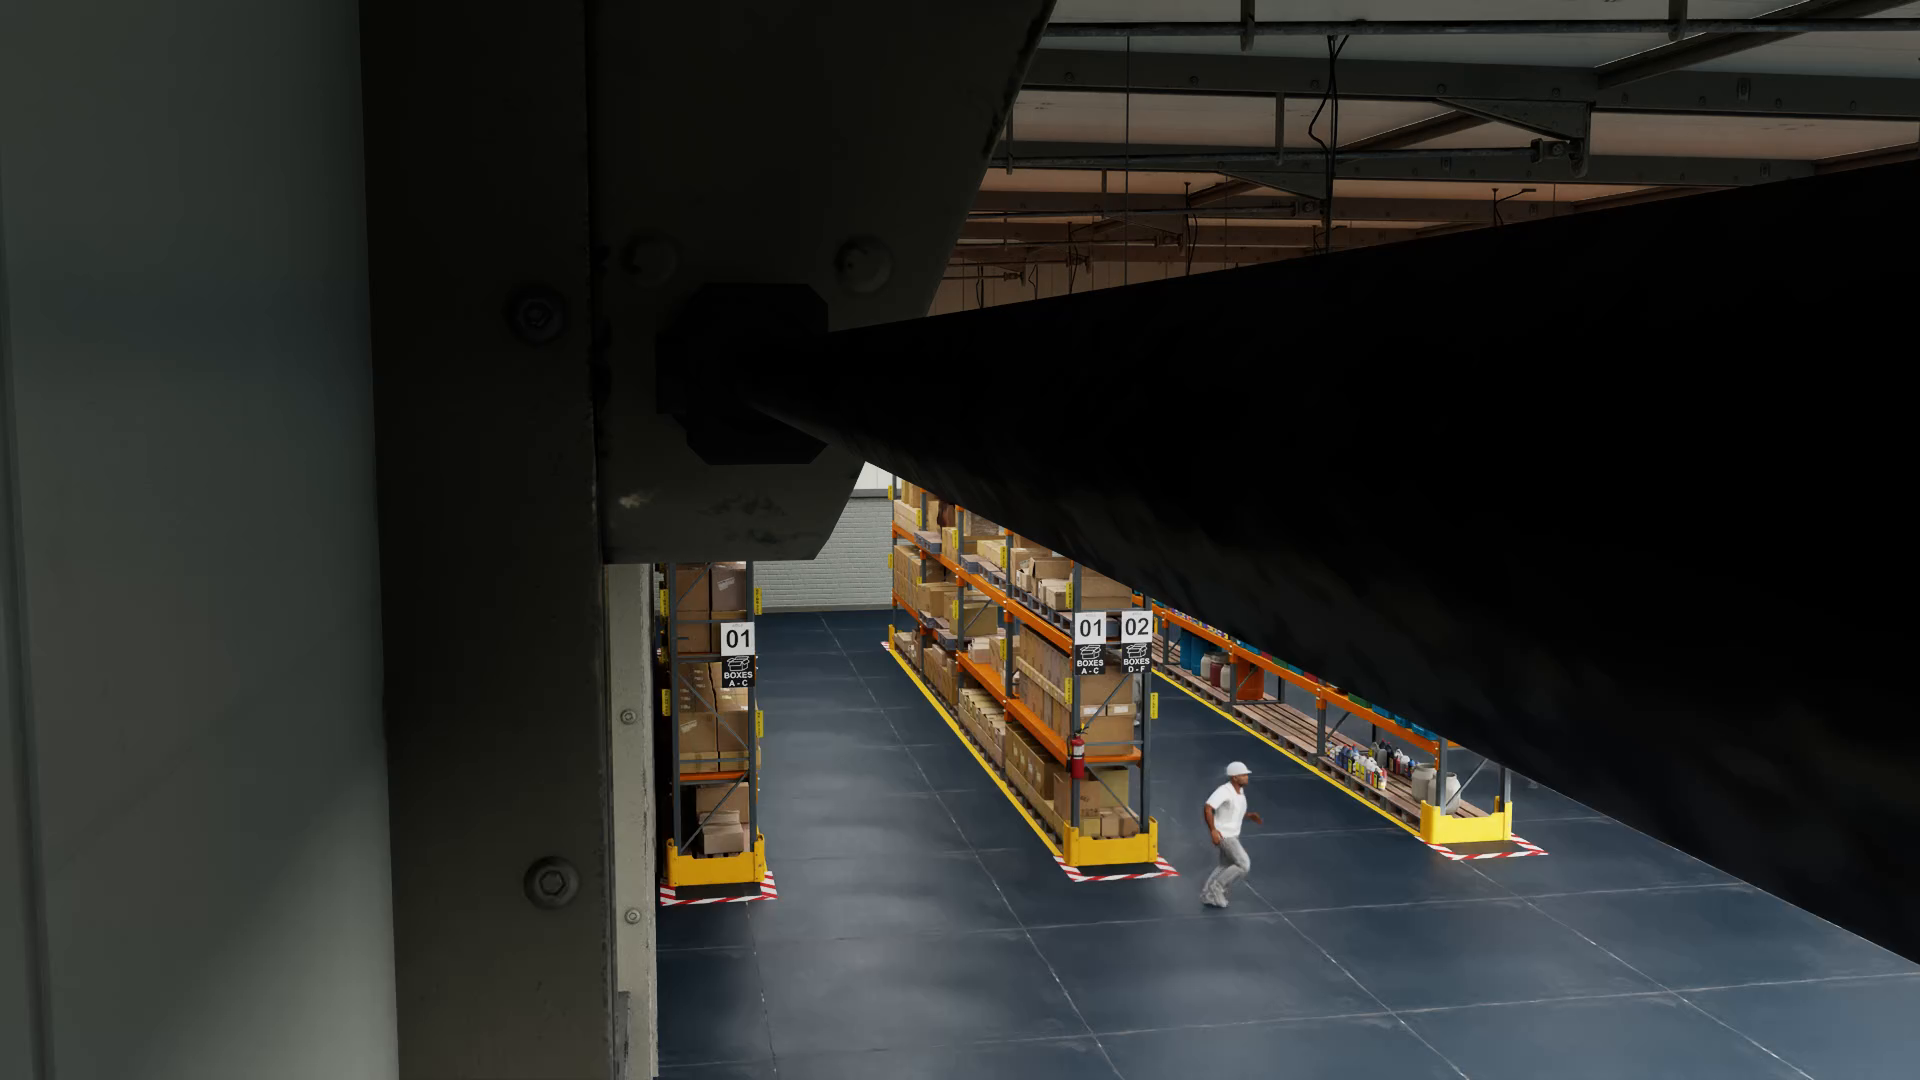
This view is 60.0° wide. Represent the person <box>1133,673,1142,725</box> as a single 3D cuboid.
[{"bbox_3d":[3.055,2.410,28.735,0.539,1.626,0.531,-1,6,-13],"label":"person"}]

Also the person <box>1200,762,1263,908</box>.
[{"bbox_3d":[3.138,3.404,19.261,0.683,1.711,0.723,3,7,22],"label":"person"}]
